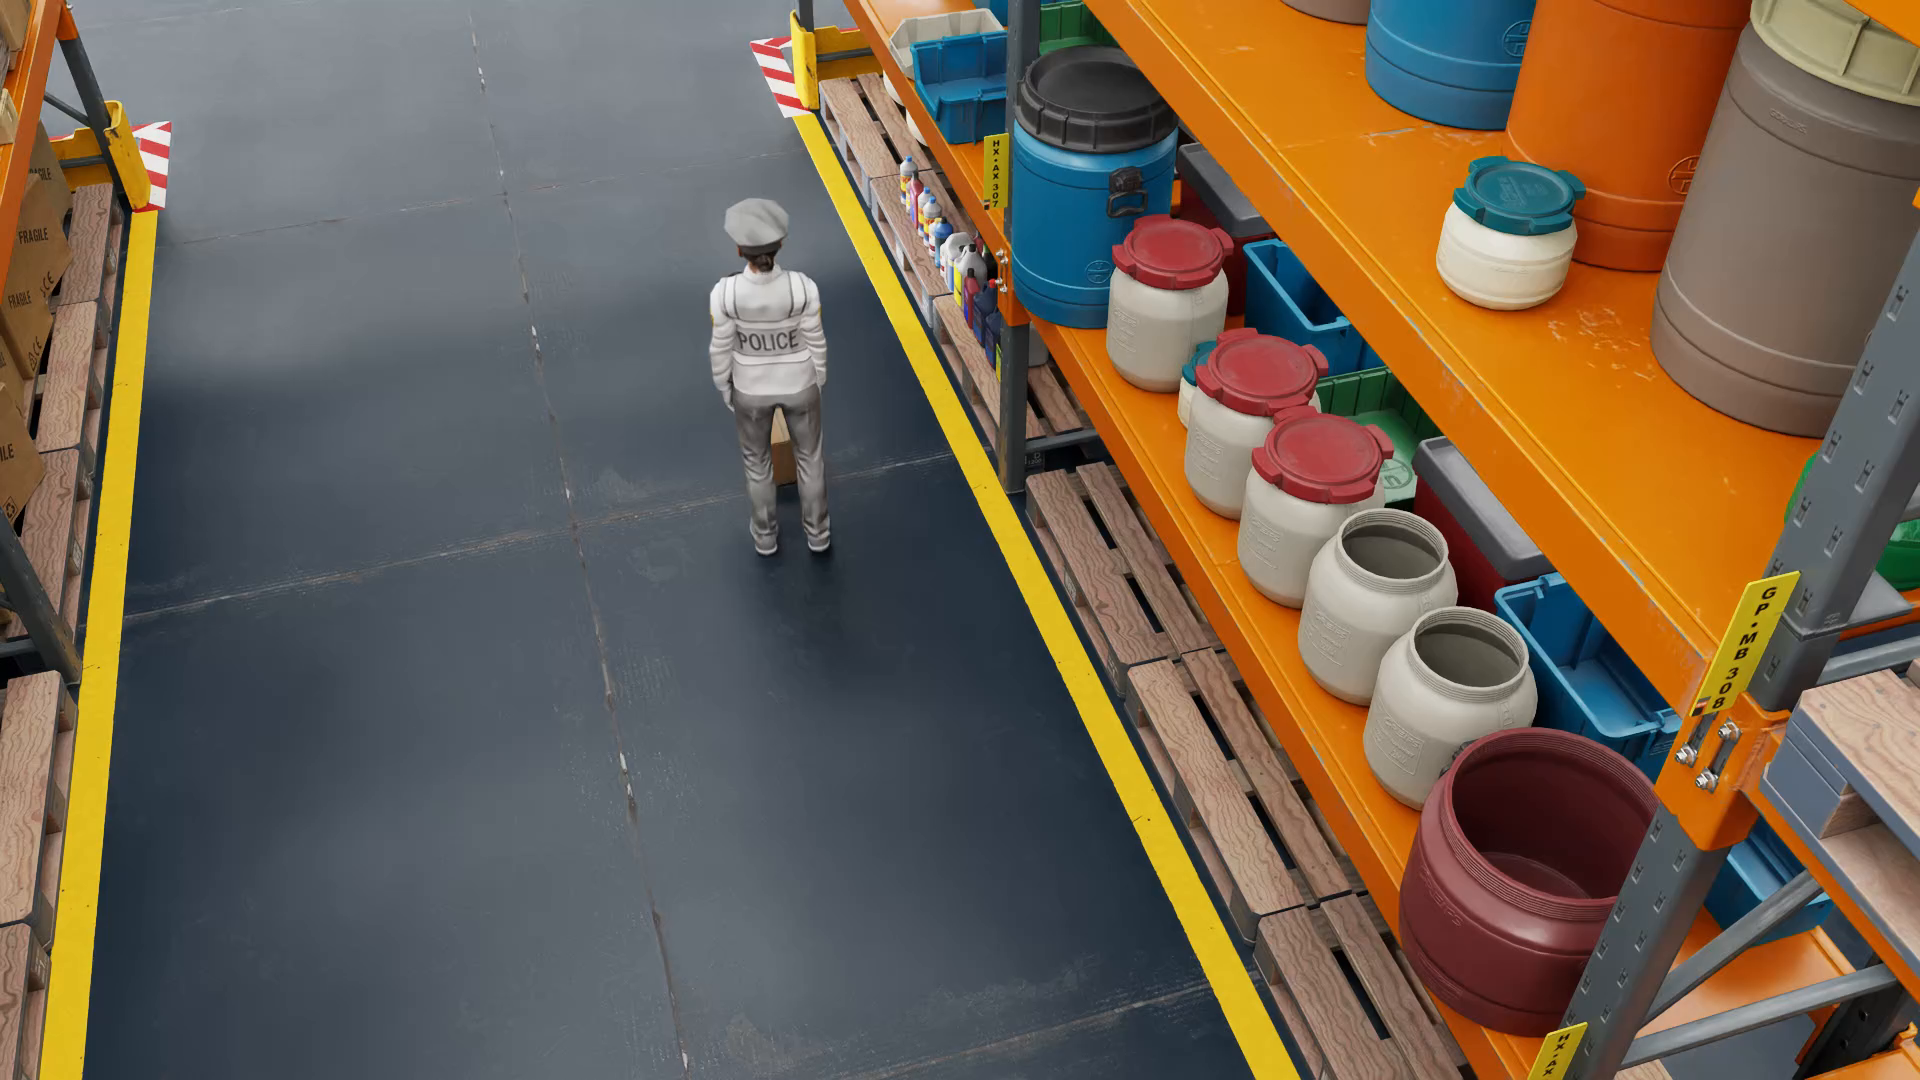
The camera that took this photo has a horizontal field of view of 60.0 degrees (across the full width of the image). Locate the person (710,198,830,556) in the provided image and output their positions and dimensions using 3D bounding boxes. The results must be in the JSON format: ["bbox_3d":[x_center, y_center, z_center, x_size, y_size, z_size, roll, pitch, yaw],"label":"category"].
[{"bbox_3d":[-0.775,-0.635,6.852,0.467,1.670,0.313,-5,43,-5],"label":"person"}]
